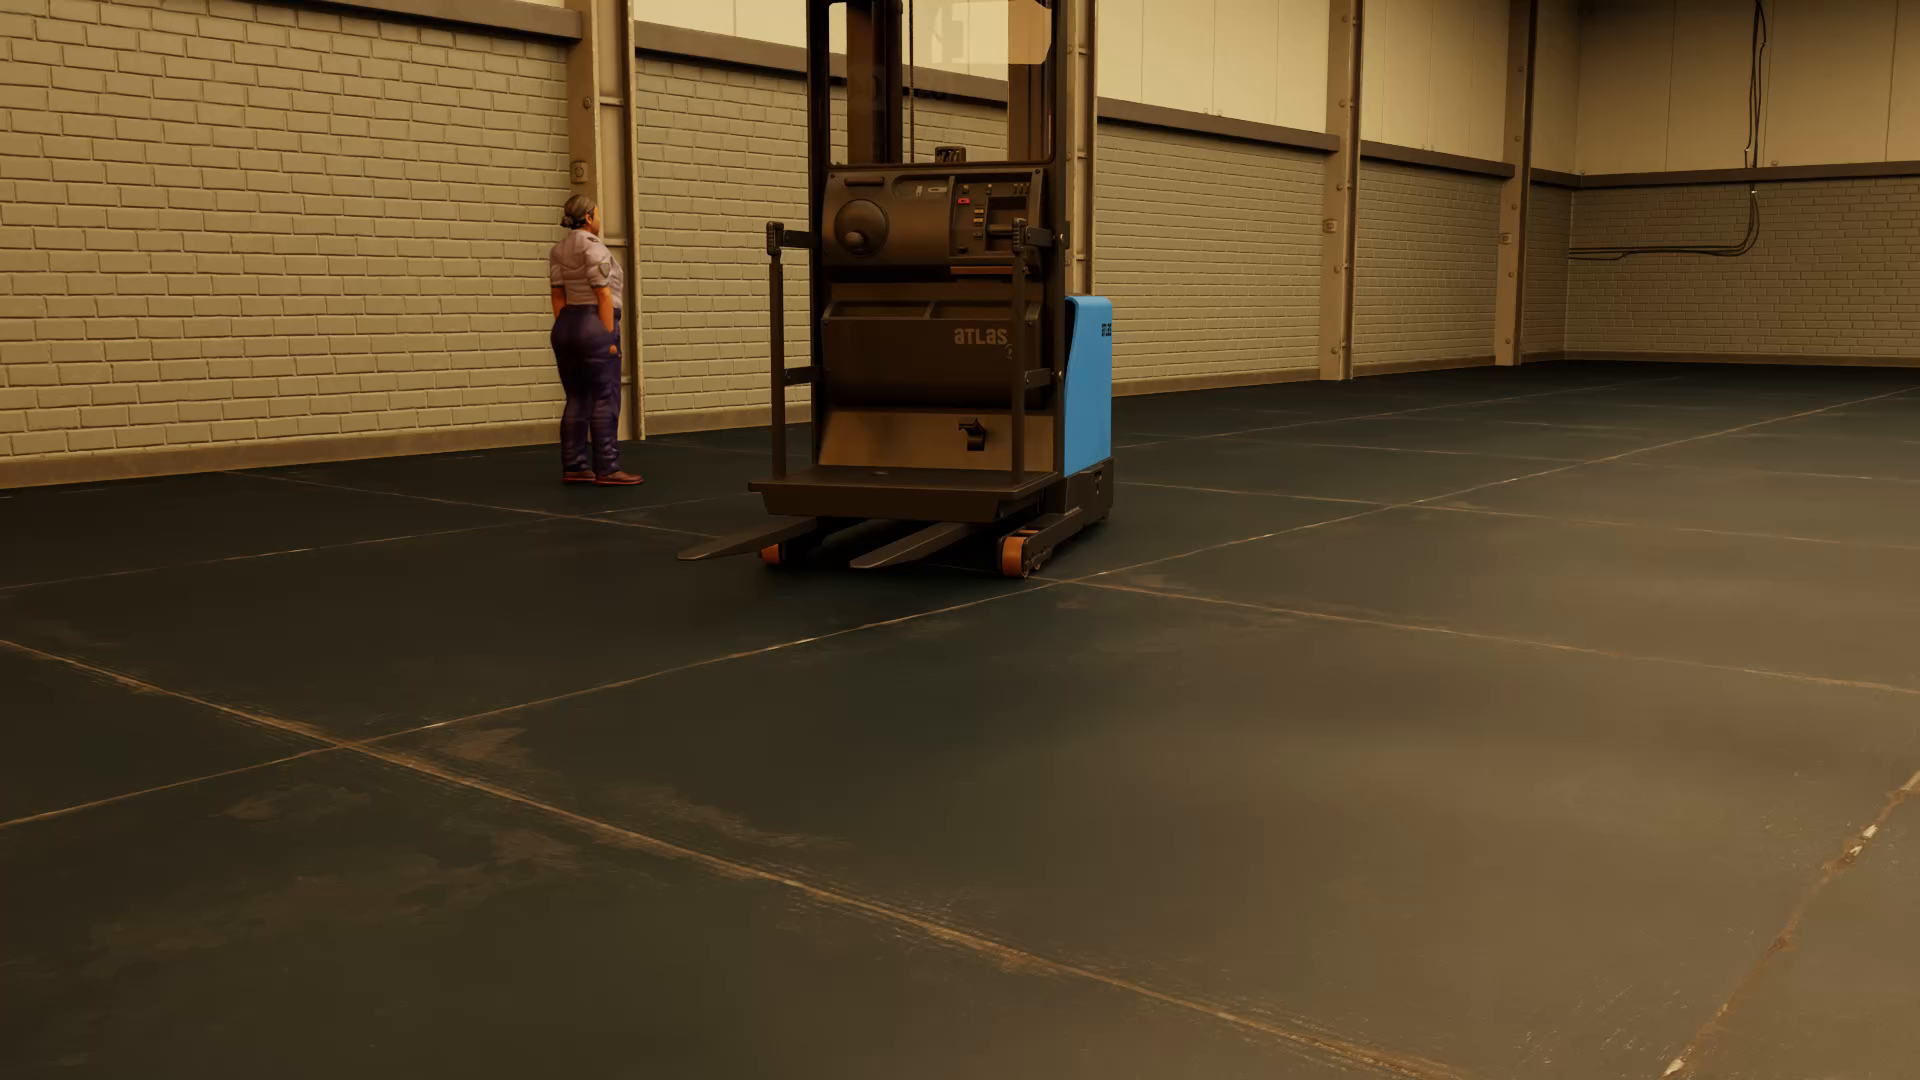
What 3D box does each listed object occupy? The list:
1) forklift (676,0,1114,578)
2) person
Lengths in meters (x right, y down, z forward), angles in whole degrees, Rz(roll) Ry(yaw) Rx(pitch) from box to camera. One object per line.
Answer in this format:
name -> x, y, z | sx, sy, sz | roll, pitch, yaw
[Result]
forklift -> -0.176, -1.366, 6.616 | 1.130, 2.935, 3.031 | 3, 9, 17
person -> -2.113, -1.139, 9.523 | 0.487, 1.651, 0.368 | 6, 10, 37
